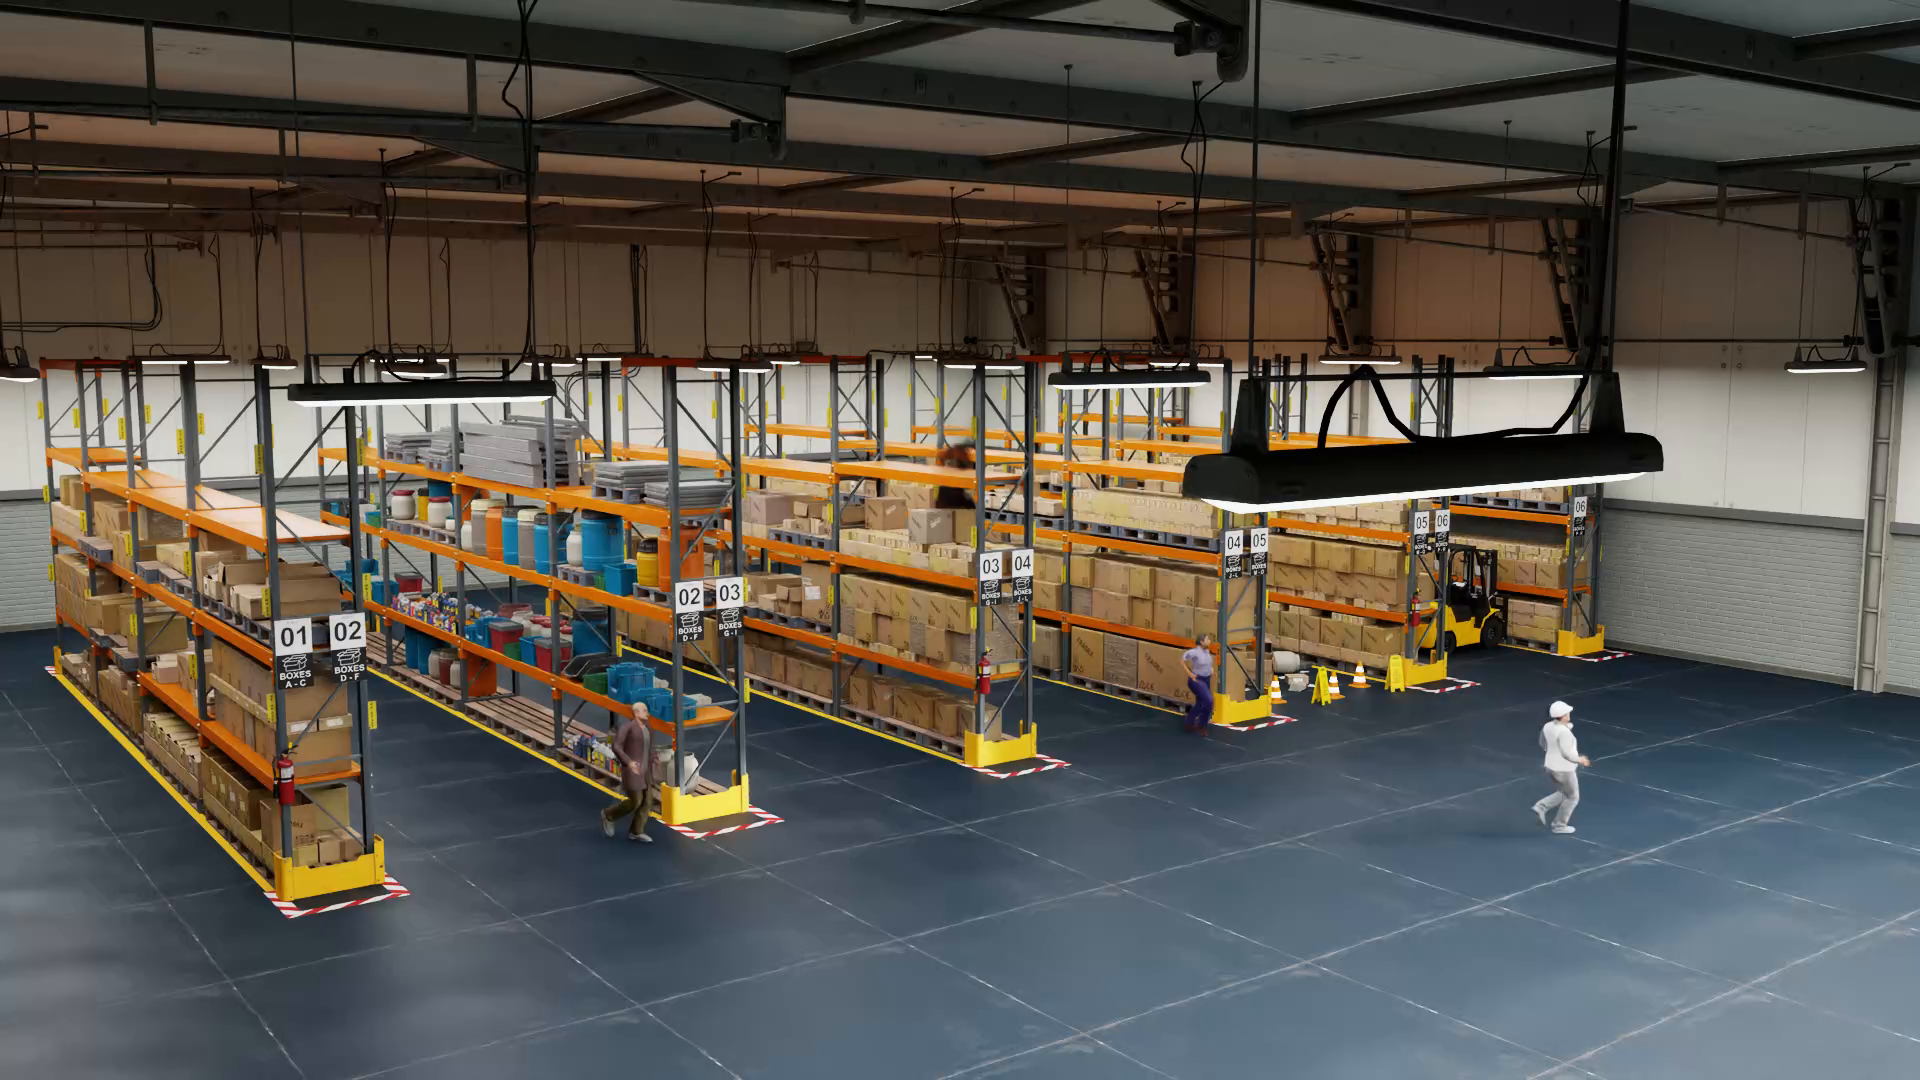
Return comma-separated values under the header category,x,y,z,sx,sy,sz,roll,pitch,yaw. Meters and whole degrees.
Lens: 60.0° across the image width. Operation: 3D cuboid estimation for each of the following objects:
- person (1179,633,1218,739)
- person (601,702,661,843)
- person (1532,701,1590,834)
category,x,y,z,sx,sy,sz,roll,pitch,yaw
person,3.866,2.328,26.747,0.684,1.673,0.614,5,9,38
person,-4.134,2.929,21.237,0.733,1.731,0.741,3,8,26
person,7.714,2.918,21.353,0.607,1.722,0.656,-1,7,-8
